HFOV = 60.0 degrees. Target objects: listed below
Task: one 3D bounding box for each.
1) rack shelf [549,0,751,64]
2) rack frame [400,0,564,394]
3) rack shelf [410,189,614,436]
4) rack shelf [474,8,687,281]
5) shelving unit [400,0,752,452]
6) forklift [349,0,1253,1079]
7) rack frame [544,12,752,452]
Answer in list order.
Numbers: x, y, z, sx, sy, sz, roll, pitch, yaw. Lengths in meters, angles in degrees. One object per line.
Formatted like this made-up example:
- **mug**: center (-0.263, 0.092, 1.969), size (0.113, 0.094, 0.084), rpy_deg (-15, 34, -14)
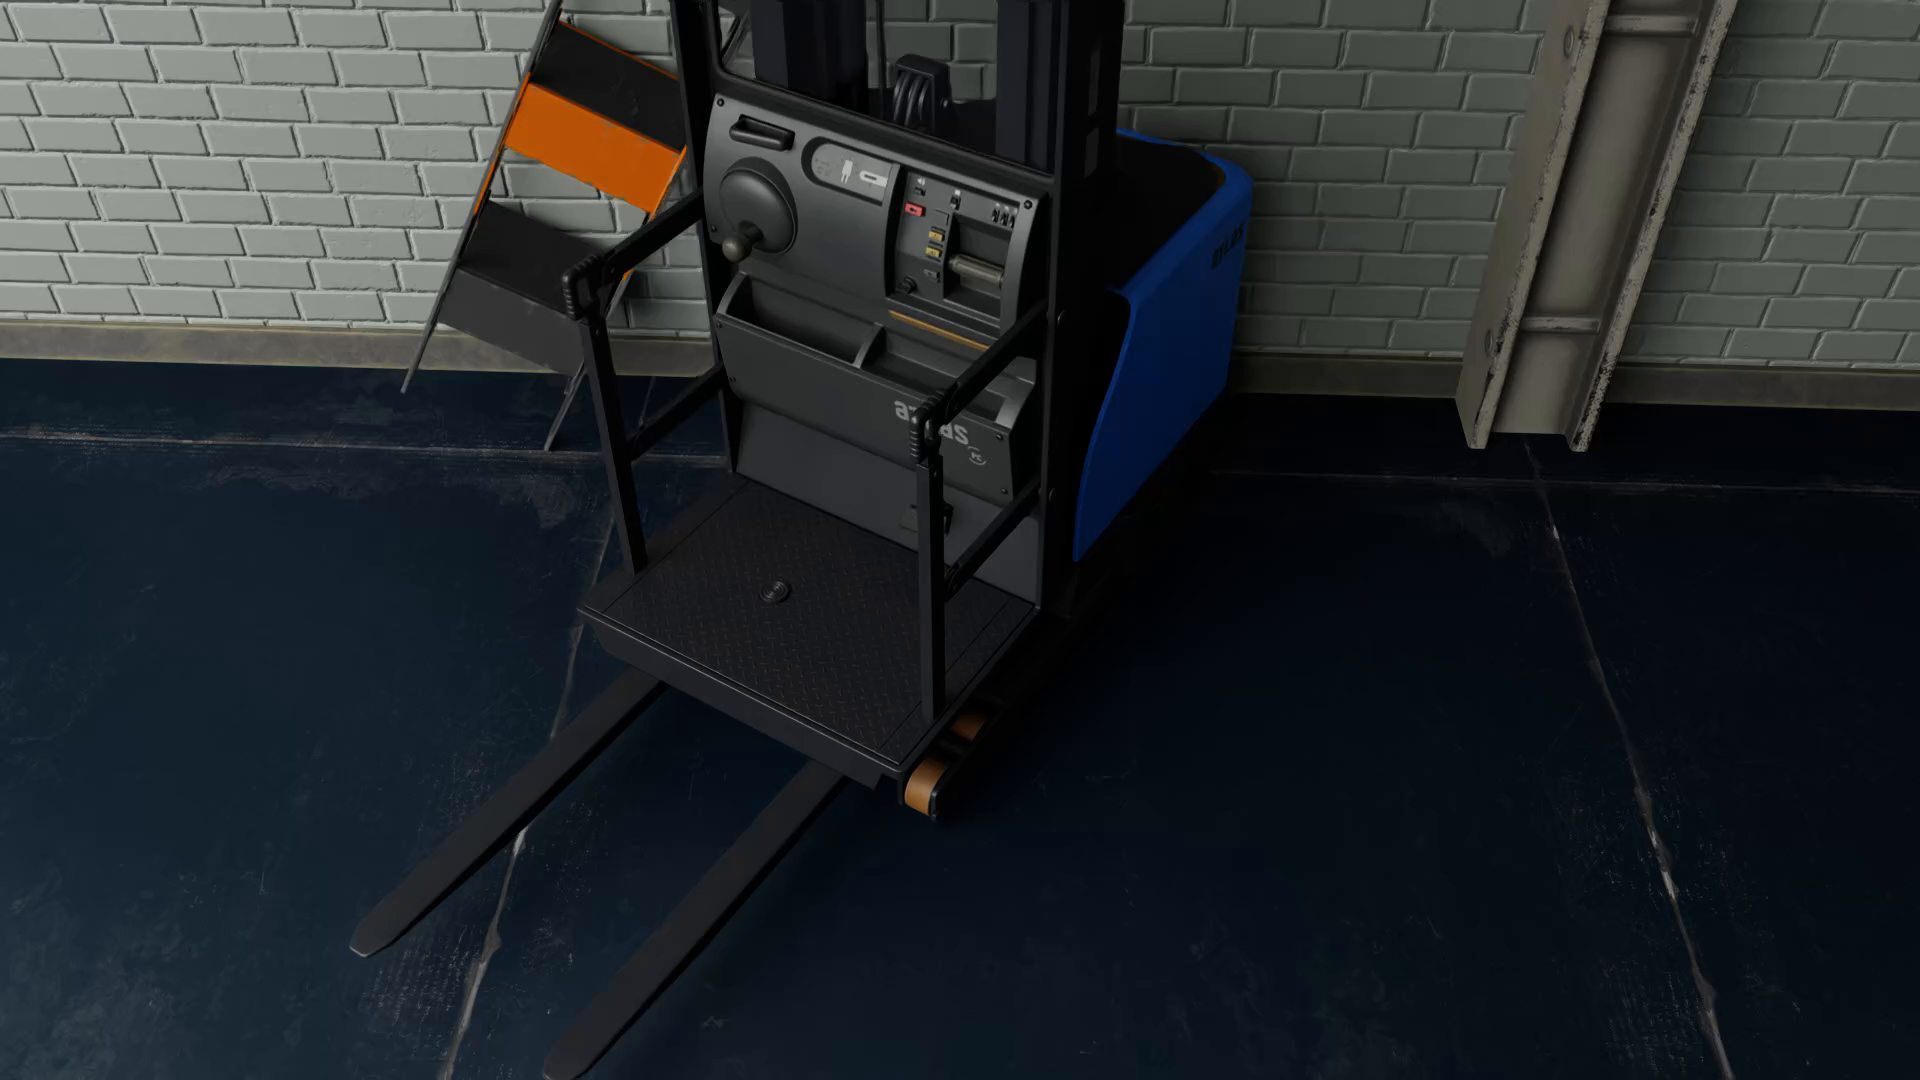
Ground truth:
- **rack shelf**: center (-0.774, -1.631, 4.572), size (0.480, 0.518, 0.431), rpy_deg (23, 40, -17)
- **rack frame**: center (-1.312, -1.283, 4.919), size (0.015, 2.100, 0.400), rpy_deg (23, 40, -17)
- **rack shelf**: center (-1.433, -0.737, 5.424), size (0.480, 0.518, 0.431), rpy_deg (23, 40, -17)
- **rack shelf**: center (-1.103, -1.184, 4.998), size (0.480, 0.518, 0.431), rpy_deg (23, 40, -17)
- **shelving unit**: center (-1.097, -1.193, 4.990), size (0.503, 2.100, 0.431), rpy_deg (23, 40, -17)
- **forklift**: center (-0.343, -0.705, 3.856), size (1.130, 2.935, 3.031), rpy_deg (23, 48, 23)
- **rack frame**: center (-0.882, -1.102, 5.061), size (0.015, 2.100, 0.400), rpy_deg (23, 40, -17)
